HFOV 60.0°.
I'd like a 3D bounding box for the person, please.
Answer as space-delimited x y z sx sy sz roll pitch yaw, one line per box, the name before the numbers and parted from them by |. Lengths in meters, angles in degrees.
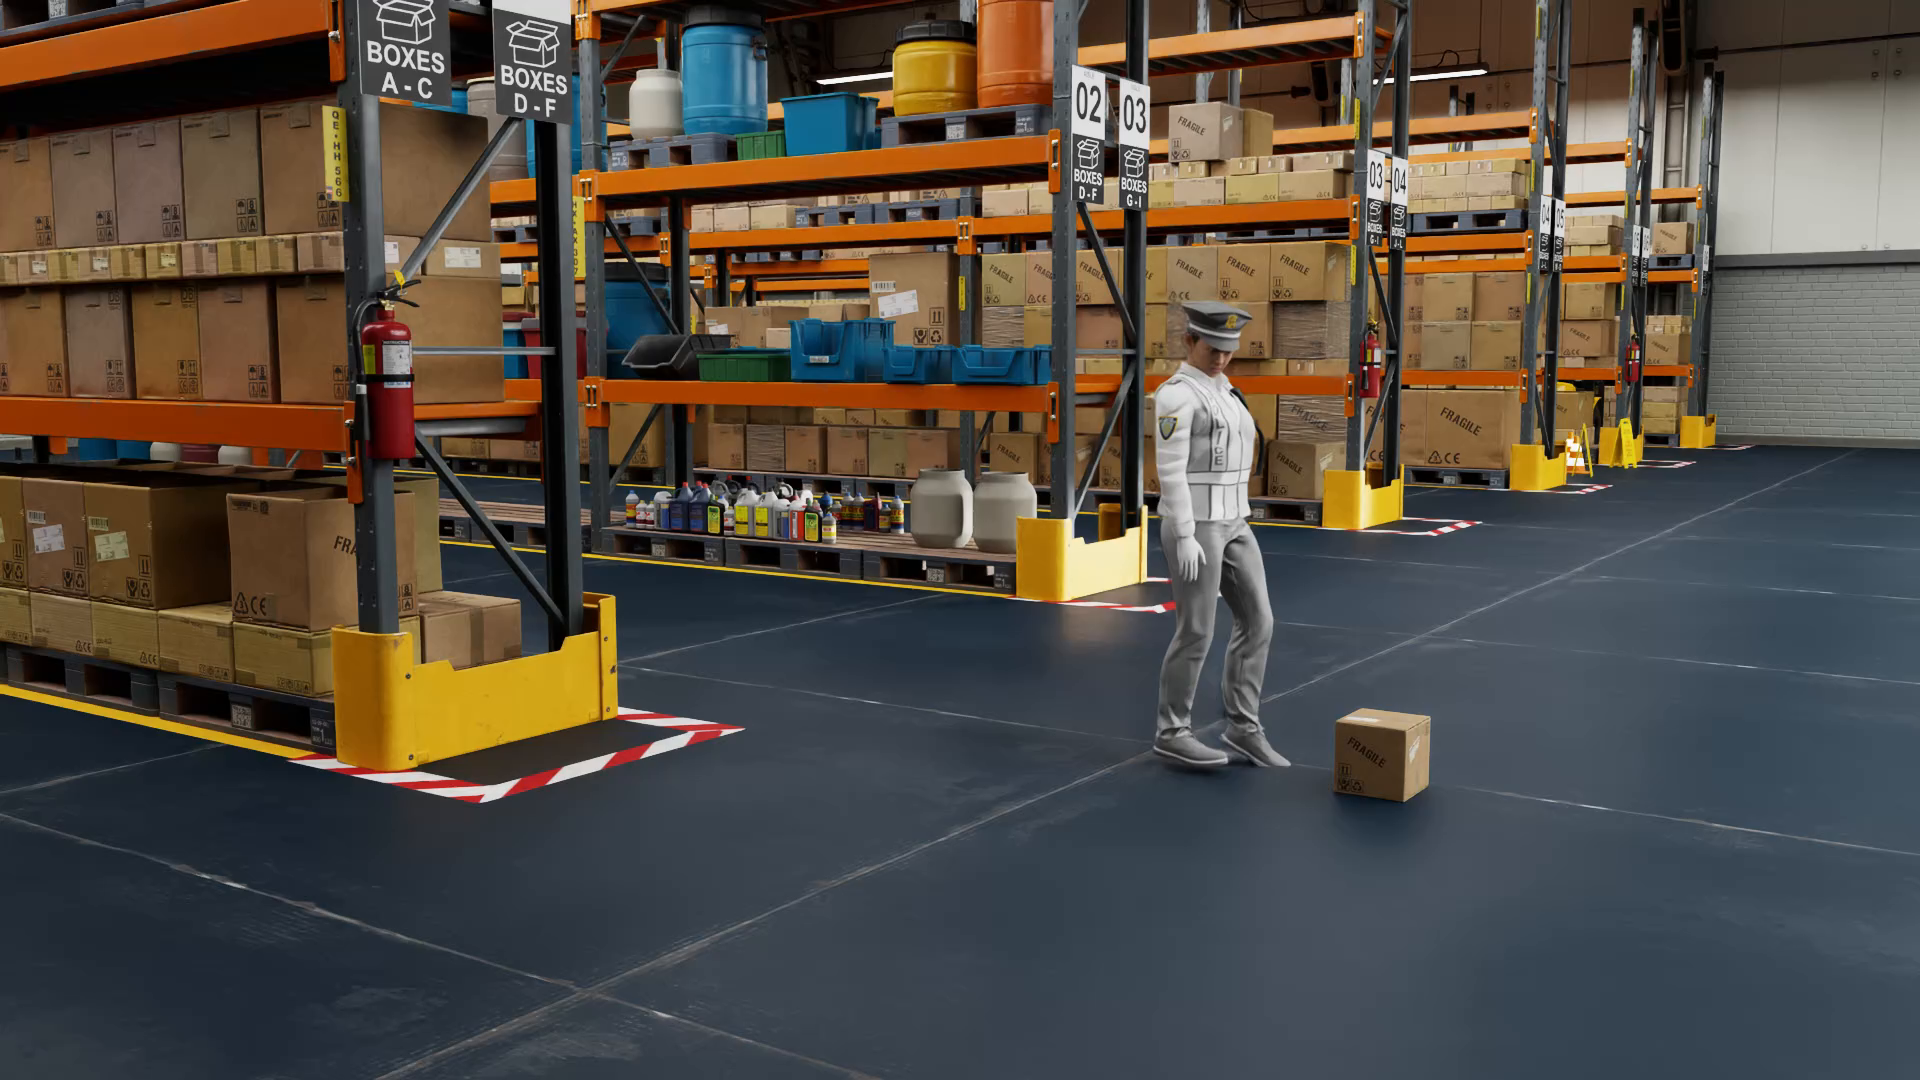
person | 0.928 0.013 5.950 0.436 1.724 0.521 4 8 33
